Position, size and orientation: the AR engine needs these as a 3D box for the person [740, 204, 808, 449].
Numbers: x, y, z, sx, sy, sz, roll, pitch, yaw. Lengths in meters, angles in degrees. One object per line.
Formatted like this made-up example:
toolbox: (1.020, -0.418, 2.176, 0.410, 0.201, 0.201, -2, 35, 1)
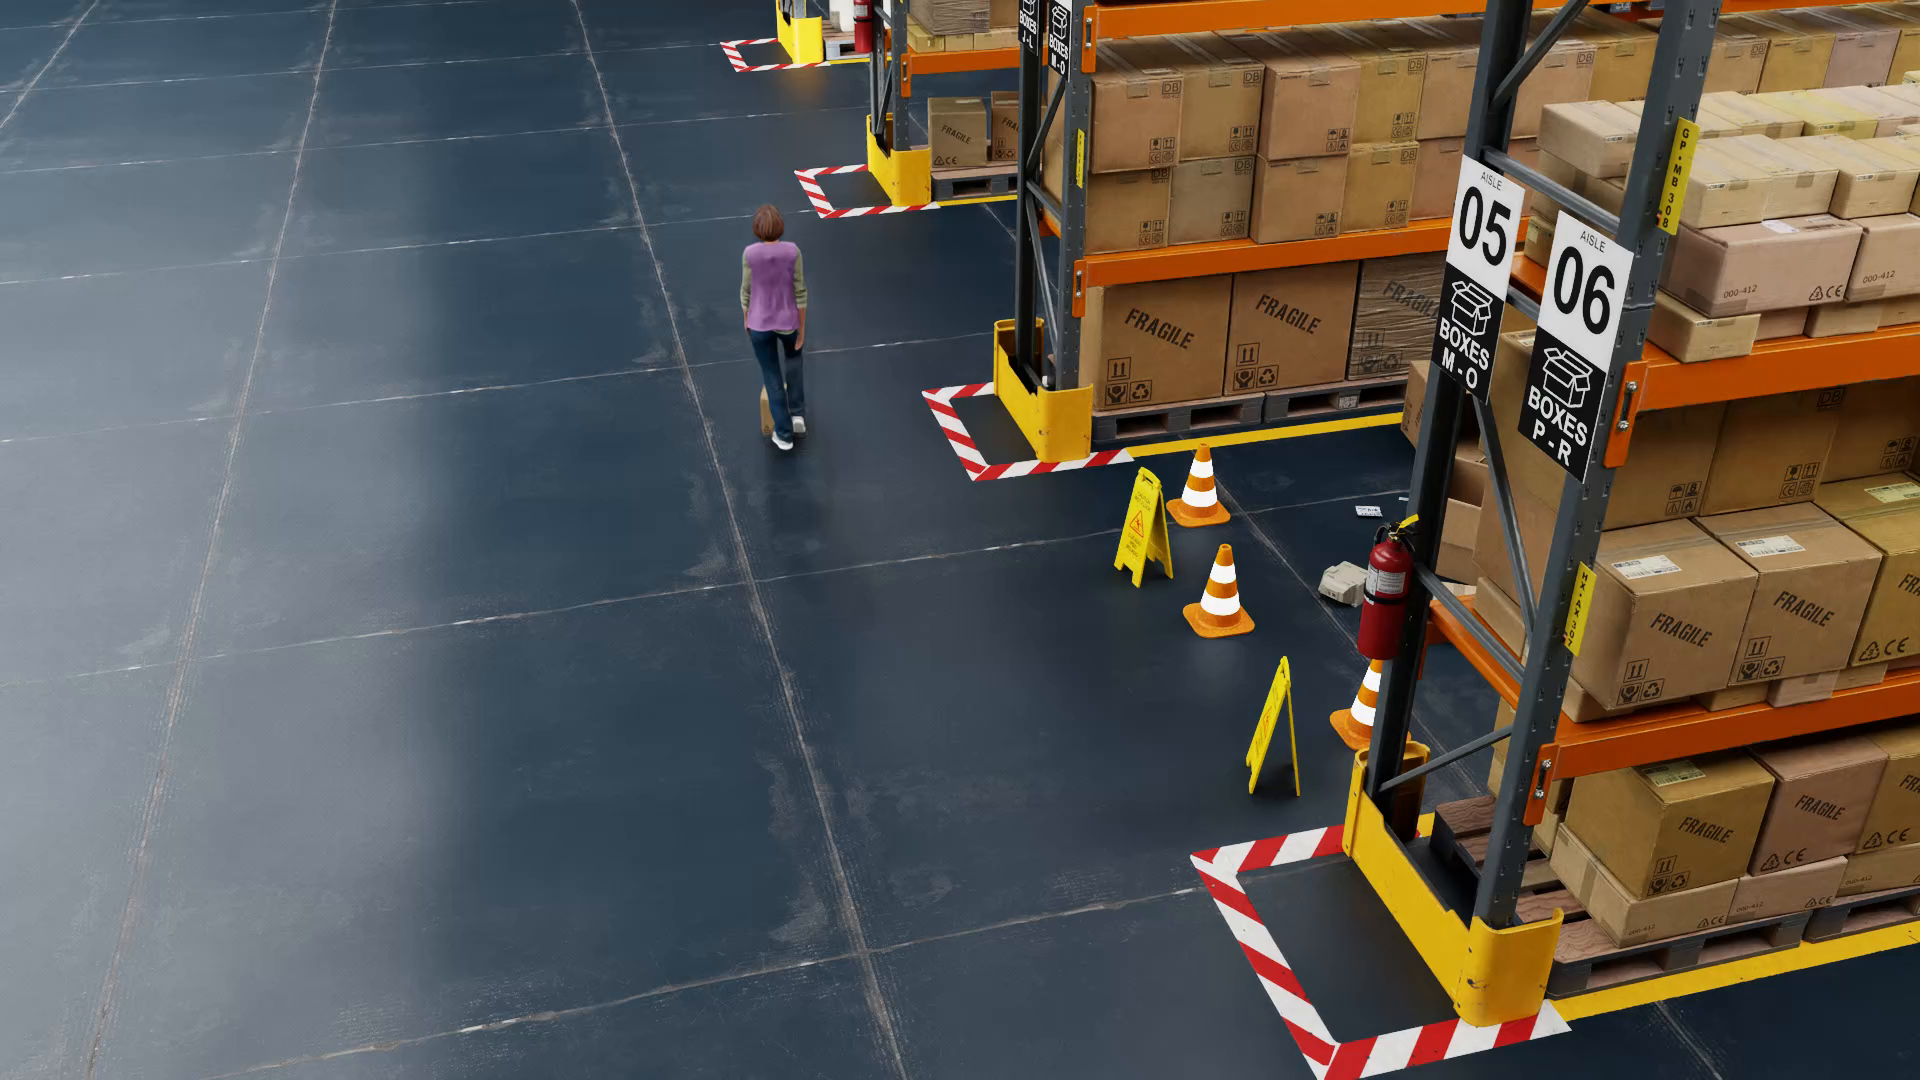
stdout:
person: (-1.162, -1.330, 10.475, 0.406, 1.633, 0.485, -7, 31, -11)
